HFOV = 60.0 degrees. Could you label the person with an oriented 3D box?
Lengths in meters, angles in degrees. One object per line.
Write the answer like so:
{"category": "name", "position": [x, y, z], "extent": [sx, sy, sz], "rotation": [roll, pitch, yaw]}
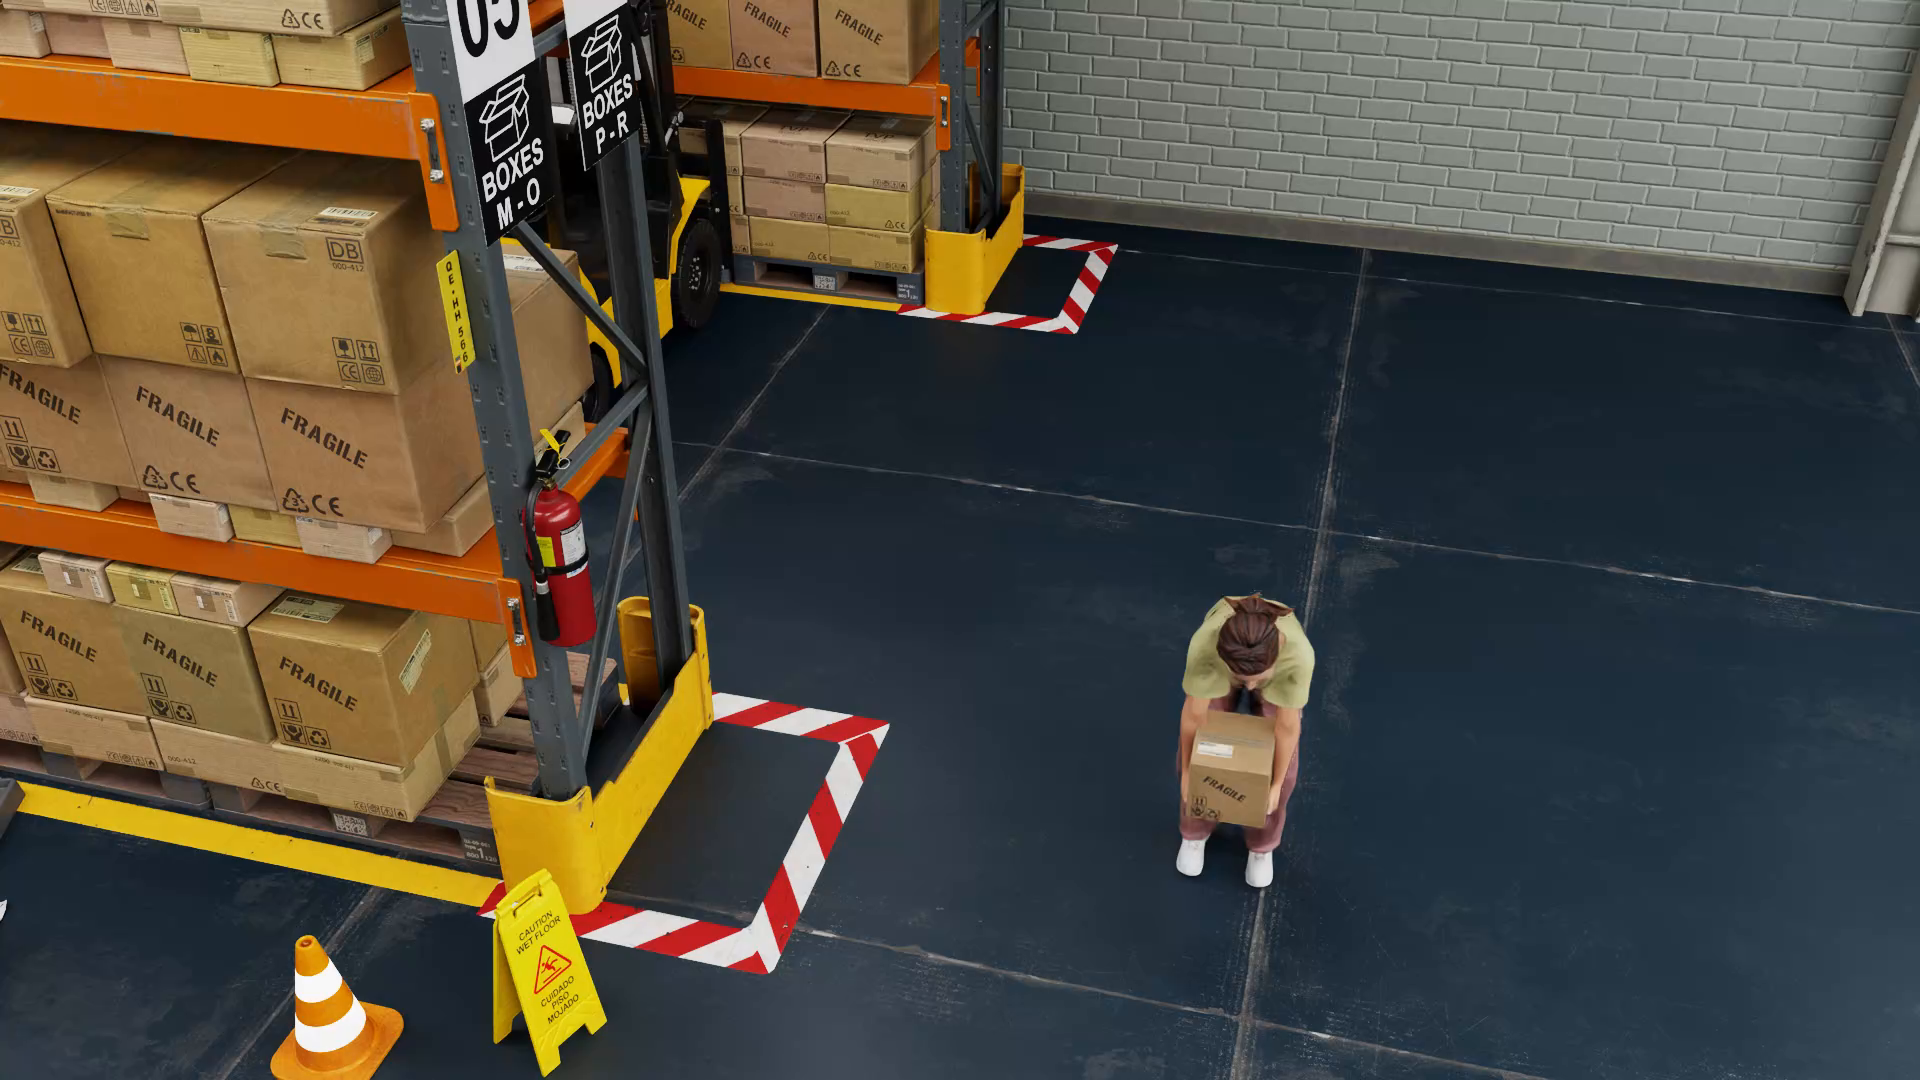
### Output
{"category": "person", "position": [0.943, 0.483, 5.431], "extent": [0.408, 1.642, 0.512], "rotation": [8, 34, 11]}
